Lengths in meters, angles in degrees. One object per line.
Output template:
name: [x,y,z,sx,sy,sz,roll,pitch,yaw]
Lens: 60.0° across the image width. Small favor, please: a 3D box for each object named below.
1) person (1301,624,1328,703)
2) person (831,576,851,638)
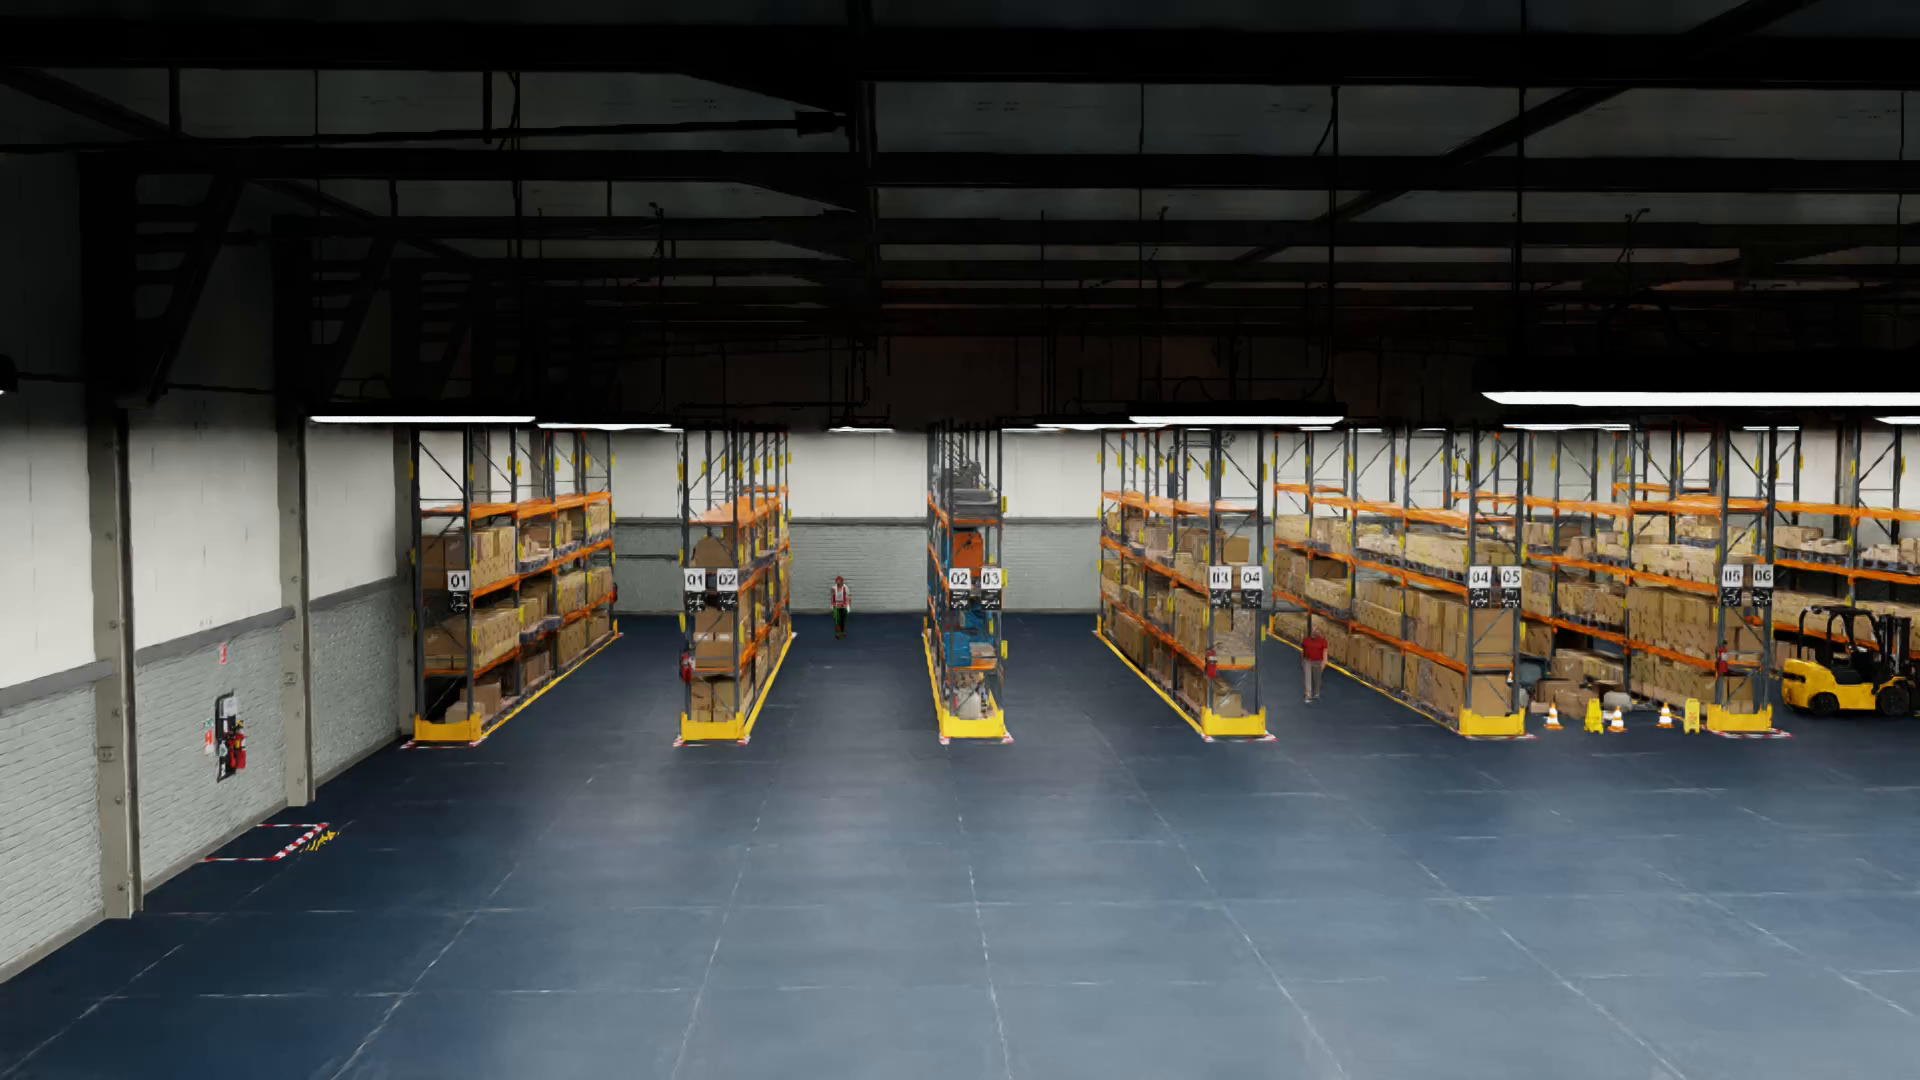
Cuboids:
person: [7.534,2.615,35.324,0.532,1.659,1.032,0,4,6]
person: [-3.362,1.861,46.780,0.567,1.736,1.044,0,4,-3]
